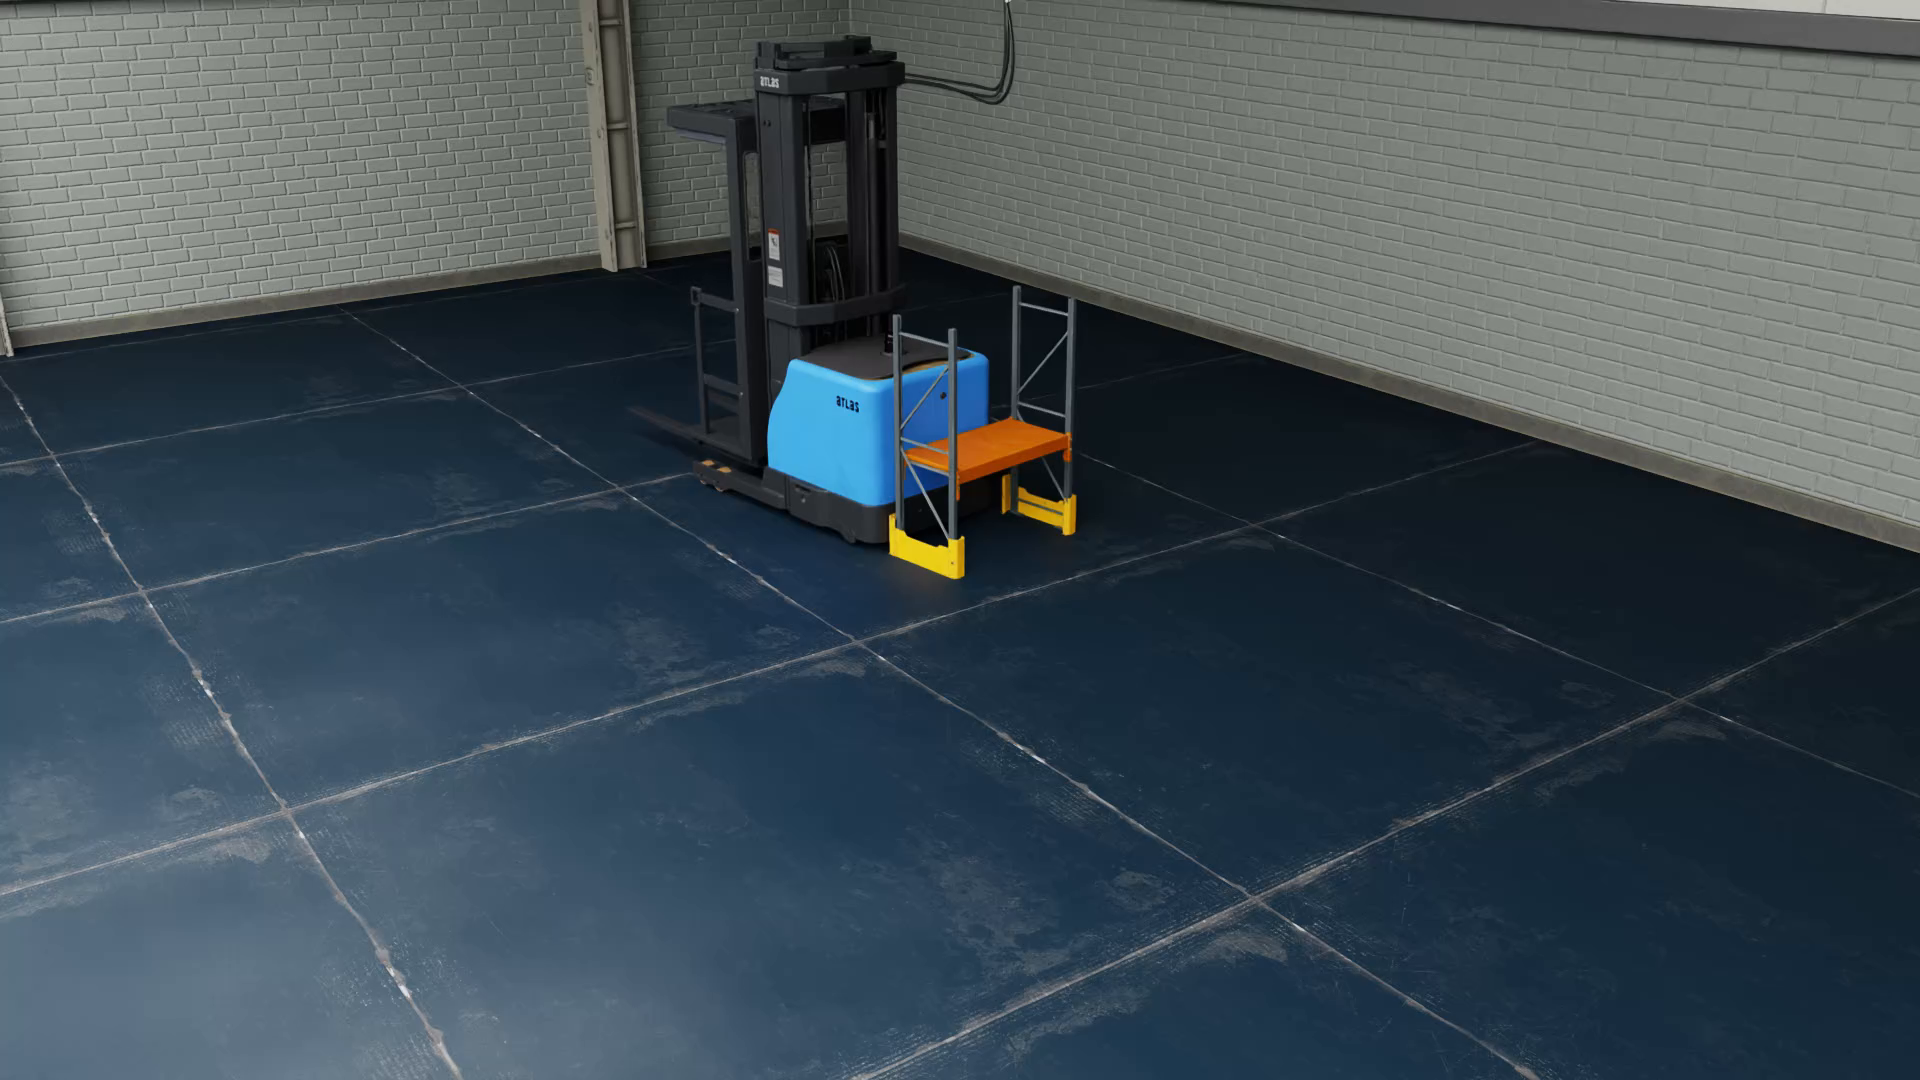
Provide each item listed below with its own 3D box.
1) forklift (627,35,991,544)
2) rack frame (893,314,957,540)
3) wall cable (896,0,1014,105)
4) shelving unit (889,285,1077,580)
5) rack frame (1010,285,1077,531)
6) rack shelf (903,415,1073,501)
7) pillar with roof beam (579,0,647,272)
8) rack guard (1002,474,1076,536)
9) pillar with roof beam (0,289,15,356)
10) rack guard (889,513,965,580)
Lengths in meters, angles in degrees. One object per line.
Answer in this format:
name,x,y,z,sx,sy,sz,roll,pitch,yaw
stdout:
forklift,-1.173,-1.799,10.950,1.130,2.935,3.031,-19,29,-39
rack frame,-0.202,-0.546,9.740,0.500,1.500,0.032,20,29,41
wall cable,-0.403,-5.877,17.172,0.112,2.526,3.097,-15,26,-33
shelving unit,0.150,-0.677,10.069,0.587,1.500,1.083,20,29,41
rack frame,0.514,-0.813,10.410,0.500,1.500,0.032,20,29,41
rack shelf,0.156,-0.512,10.142,0.538,0.185,1.000,20,29,41
pillar with roof beam,-1.052,-5.784,12.749,0.400,9.000,9.100,-15,26,-33
rack guard,0.501,-0.227,10.629,0.587,0.250,0.087,20,29,41
pillar with roof beam,-5.923,-4.485,9.495,0.400,9.000,9.100,-15,26,-33
rack guard,-0.201,0.034,9.973,0.587,0.250,0.087,20,29,41
